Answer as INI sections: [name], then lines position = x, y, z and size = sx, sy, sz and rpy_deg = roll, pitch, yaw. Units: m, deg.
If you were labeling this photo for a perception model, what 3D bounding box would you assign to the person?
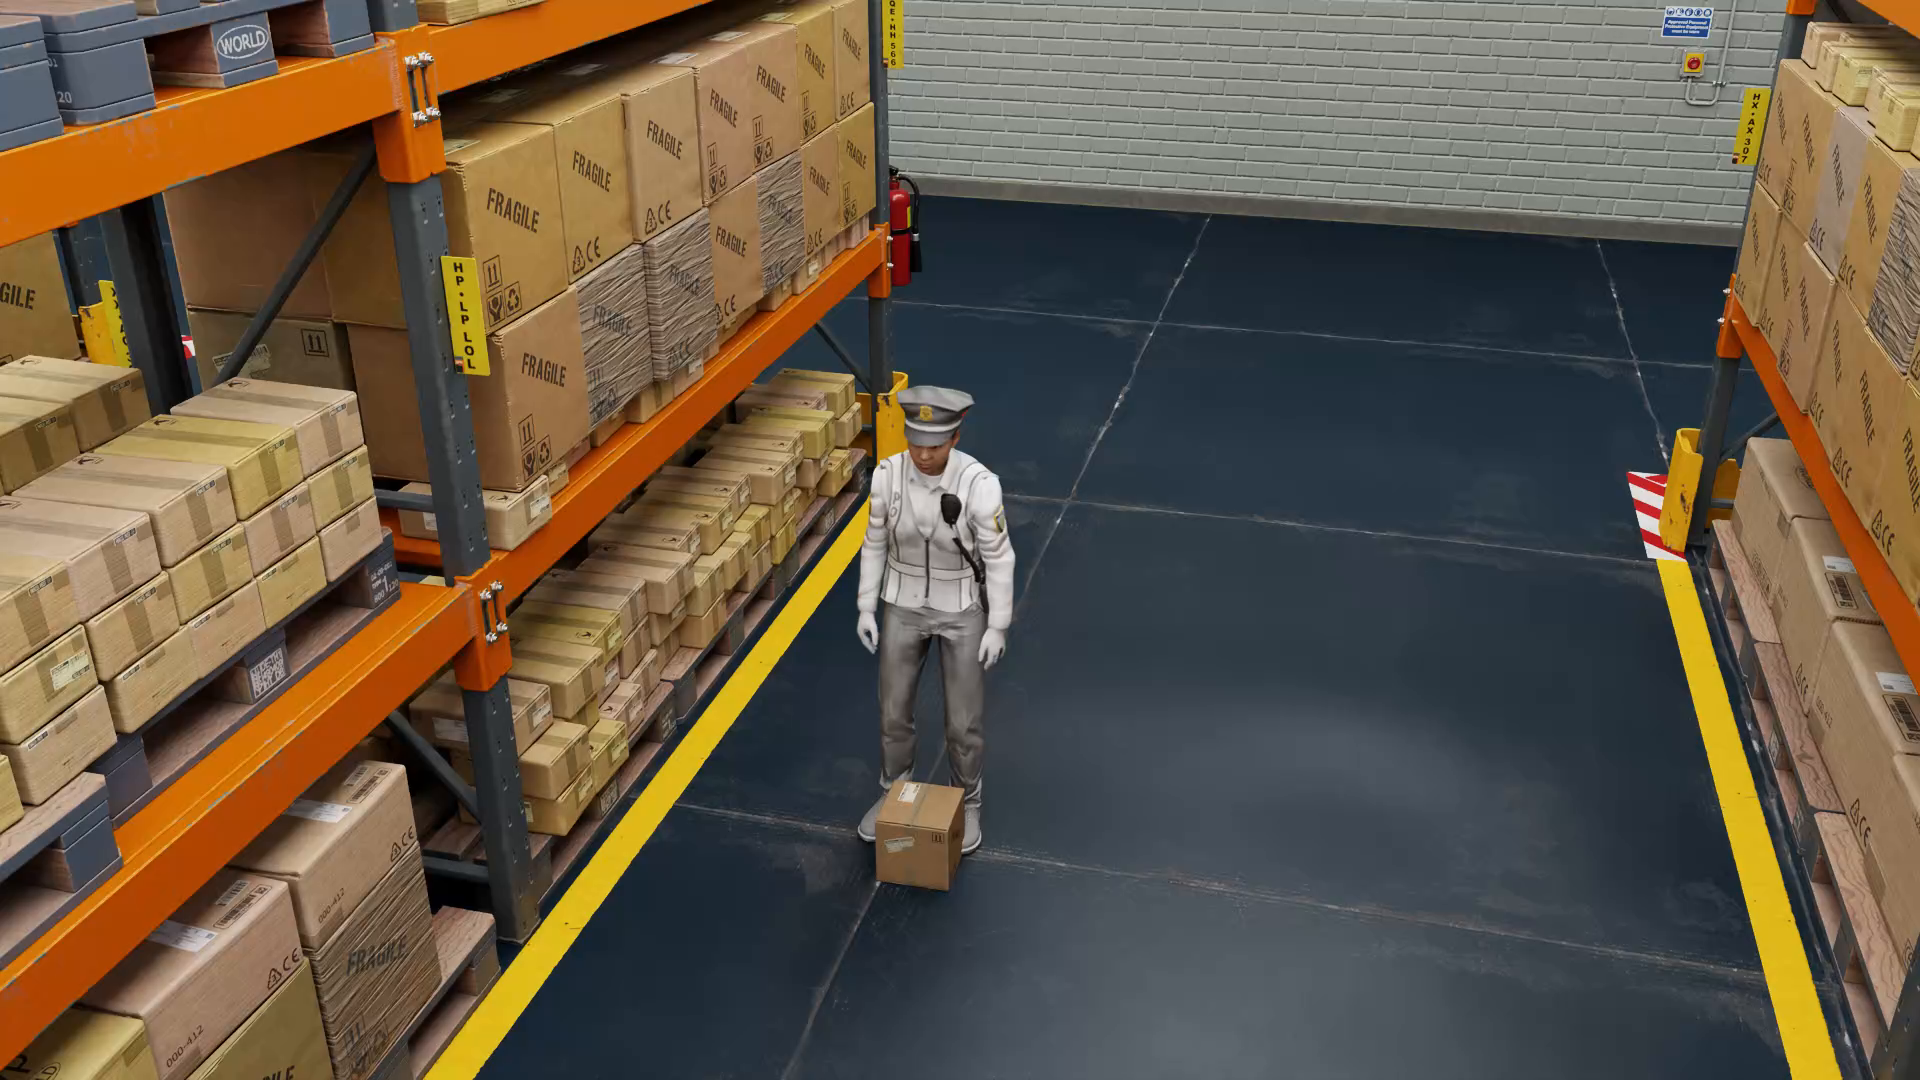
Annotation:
[person]
position = -0.085, 0.262, 5.554
size = 0.529, 1.663, 0.371
rpy_deg = 7, 26, 13
